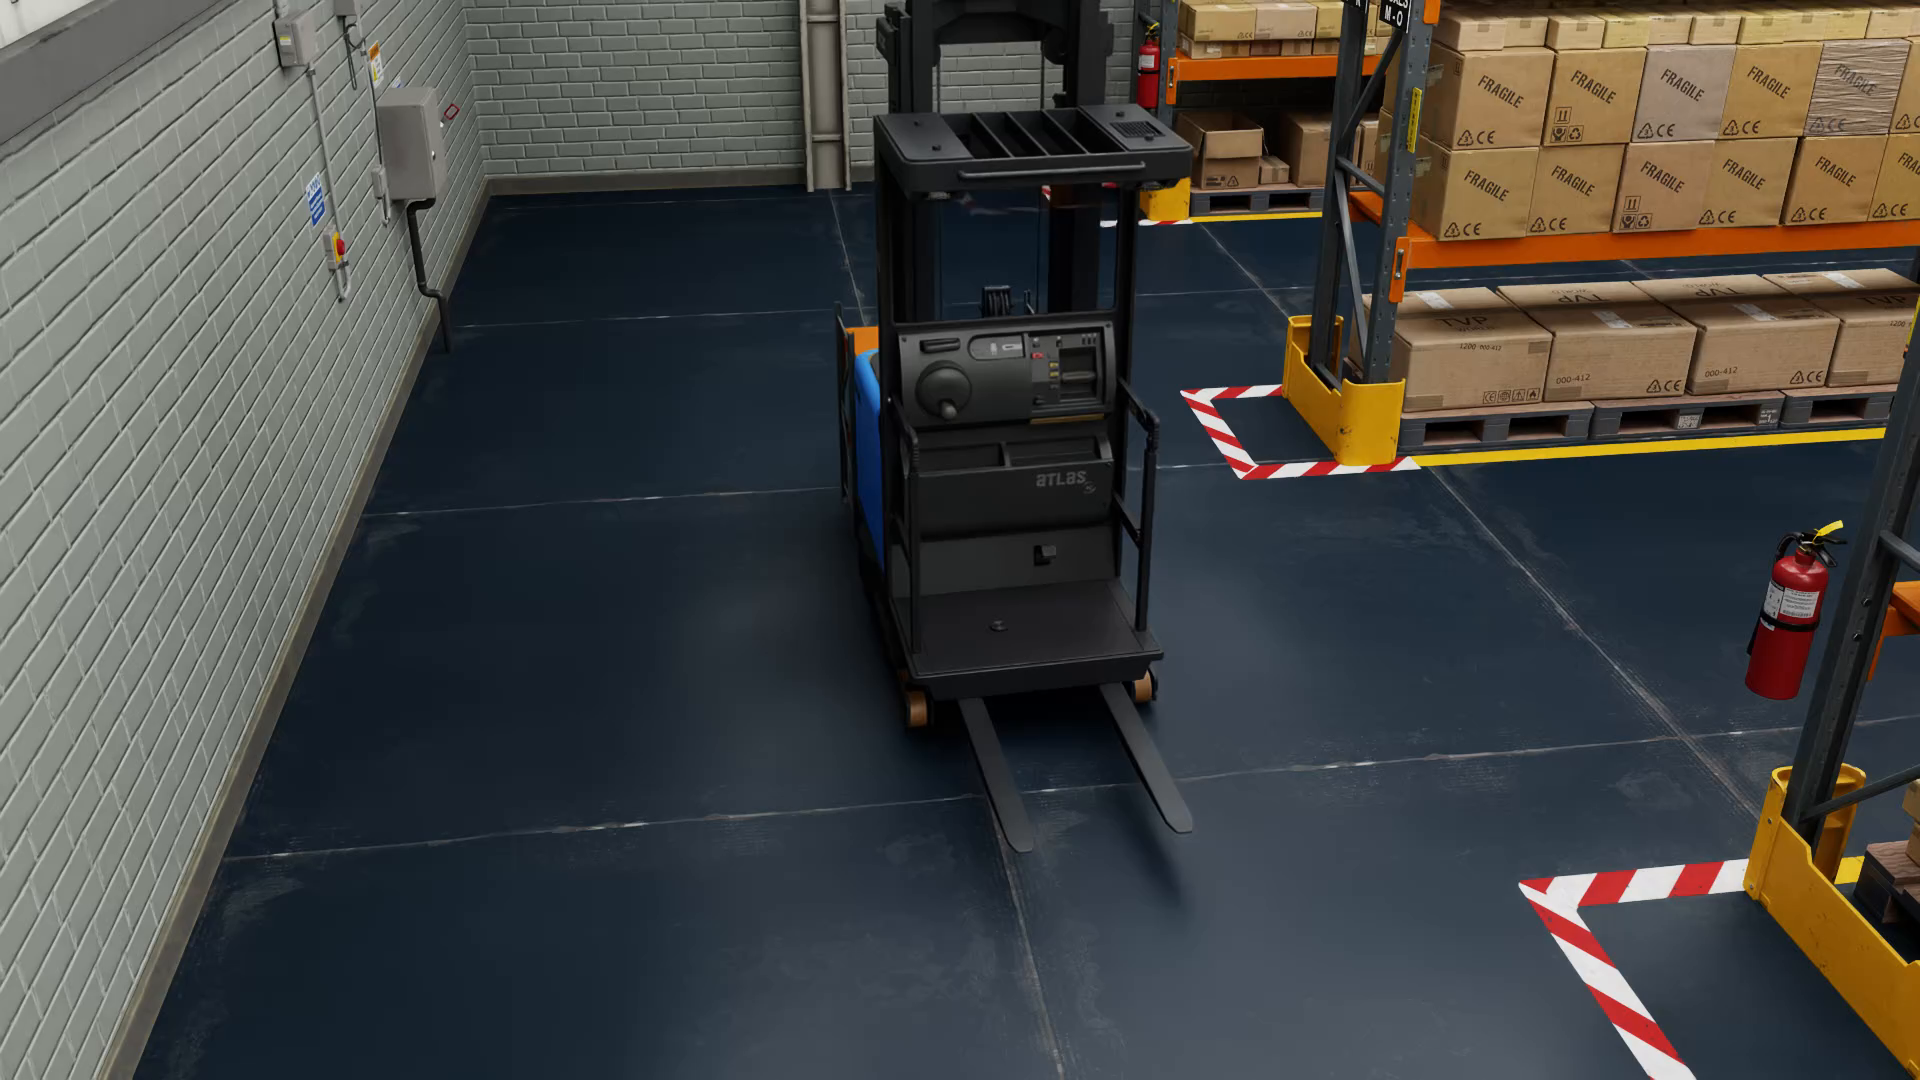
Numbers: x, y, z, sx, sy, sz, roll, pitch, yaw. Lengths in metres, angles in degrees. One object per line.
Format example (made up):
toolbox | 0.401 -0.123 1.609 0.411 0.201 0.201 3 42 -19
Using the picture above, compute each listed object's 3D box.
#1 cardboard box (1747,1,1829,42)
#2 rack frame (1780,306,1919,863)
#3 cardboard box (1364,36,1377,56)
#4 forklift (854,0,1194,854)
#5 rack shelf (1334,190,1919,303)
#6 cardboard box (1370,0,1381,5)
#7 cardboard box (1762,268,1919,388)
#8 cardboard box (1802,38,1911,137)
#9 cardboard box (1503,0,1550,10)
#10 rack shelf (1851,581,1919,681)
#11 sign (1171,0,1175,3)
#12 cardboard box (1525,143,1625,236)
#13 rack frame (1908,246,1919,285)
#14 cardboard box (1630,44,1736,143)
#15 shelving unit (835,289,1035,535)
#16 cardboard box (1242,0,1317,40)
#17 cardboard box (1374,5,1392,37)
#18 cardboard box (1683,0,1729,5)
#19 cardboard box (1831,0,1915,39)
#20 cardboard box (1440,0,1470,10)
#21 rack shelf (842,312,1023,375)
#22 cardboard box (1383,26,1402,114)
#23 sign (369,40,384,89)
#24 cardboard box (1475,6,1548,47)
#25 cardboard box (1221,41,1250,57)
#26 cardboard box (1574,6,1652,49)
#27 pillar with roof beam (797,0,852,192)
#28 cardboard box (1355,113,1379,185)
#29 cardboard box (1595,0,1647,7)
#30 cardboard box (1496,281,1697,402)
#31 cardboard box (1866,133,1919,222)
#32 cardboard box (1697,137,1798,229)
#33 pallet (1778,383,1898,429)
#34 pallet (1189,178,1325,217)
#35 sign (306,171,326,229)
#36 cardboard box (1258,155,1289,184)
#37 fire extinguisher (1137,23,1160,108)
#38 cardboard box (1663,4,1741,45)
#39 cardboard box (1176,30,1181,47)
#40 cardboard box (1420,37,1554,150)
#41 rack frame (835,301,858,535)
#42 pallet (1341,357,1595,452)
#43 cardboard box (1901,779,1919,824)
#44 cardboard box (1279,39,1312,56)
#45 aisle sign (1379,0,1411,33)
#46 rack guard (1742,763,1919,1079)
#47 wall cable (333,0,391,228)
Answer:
cardboard box | 4.491 -2.825 9.055 0.250 0.149 0.380 -4 27 -7
rack frame | 3.097 0.200 5.074 0.127 3.000 1.000 -4 27 -7
cardboard box | 3.258 -4.120 13.768 0.250 0.149 0.380 -4 27 -9
forklift | 0.247 -0.676 6.857 1.130 2.935 3.031 -5 28 -10
rack shelf | 4.288 -1.838 9.835 4.000 0.370 1.077 -4 27 -7
cardboard box | 3.584 -4.677 13.596 0.500 0.500 0.500 -3 27 -6
cardboard box | 5.631 -1.341 10.425 0.875 0.438 0.875 -4 27 -8
cardboard box | 4.833 -2.555 9.239 0.500 0.500 0.500 -3 27 -6
cardboard box | 3.126 -3.004 9.404 0.250 0.149 0.380 -4 27 -8
rack shelf | 5.077 0.393 5.487 4.000 0.370 1.077 -4 27 -7
sign | 1.688 -4.415 13.120 0.005 0.325 0.100 -4 27 -7
cardboard box | 3.319 -2.021 9.294 0.500 0.500 0.500 -4 27 -8
rack frame | 6.268 -2.286 9.919 0.127 3.000 1.000 -4 27 -7
cardboard box | 3.841 -2.495 9.121 0.500 0.500 0.500 -4 27 -8
shelving unit | -0.095 -0.685 8.854 1.048 1.125 0.538 -5 28 -10
cardboard box | 2.598 -4.280 13.644 0.500 0.250 0.500 -3 27 -7
cardboard box | 3.603 -4.356 13.792 0.500 0.250 0.500 -4 27 -8
cardboard box | 4.153 -3.037 9.467 0.250 0.149 0.380 -3 27 -5
cardboard box | 4.992 -2.865 9.132 0.250 0.149 0.380 -4 27 -8
cardboard box | 2.635 -2.923 9.245 0.250 0.149 0.380 -3 27 -6
rack shelf | -0.095 -0.946 8.720 1.000 0.278 0.538 -5 28 -10
cardboard box | 2.751 -2.659 9.442 0.500 0.500 0.500 -3 27 -5
sign | -3.619 -2.950 10.309 0.001 0.242 0.339 -4 27 -7
cardboard box | 2.947 -2.756 8.919 0.250 0.149 0.380 -3 27 -6
cardboard box | 2.221 -4.097 13.725 0.250 0.149 0.380 -3 27 -6
cardboard box | 3.478 -2.745 8.899 0.250 0.149 0.380 -5 28 -9
pillar with roof beam | -0.584 -5.234 9.093 0.400 9.000 9.100 -4 27 -7
cardboard box | 3.620 -3.371 14.312 0.500 0.500 0.500 -3 27 -6
cardboard box | 3.650 -2.986 9.369 0.250 0.149 0.380 -4 27 -8
cardboard box | 3.852 -1.227 10.203 0.875 0.438 0.875 -3 27 -6
cardboard box | 5.336 -2.150 9.545 0.500 0.500 0.500 -4 27 -8
cardboard box | 4.319 -2.085 9.418 0.500 0.500 0.500 -3 27 -5
pallet | 5.504 -1.032 10.530 1.213 0.211 1.003 -4 27 -7
pallet | 2.476 -3.090 14.542 1.213 0.211 1.003 -4 27 -7
sign | -3.327 -1.757 8.592 0.001 0.218 0.327 -4 27 -7
cardboard box | 2.657 -3.199 14.362 0.250 0.149 0.380 -5 28 -9
fire extinguisher | 1.531 -3.856 13.473 0.183 0.674 0.296 -4 27 -7
cardboard box | 3.984 -2.783 8.972 0.250 0.149 0.380 -3 27 -7
cardboard box | 1.903 -4.306 14.131 0.250 0.149 0.380 -4 27 -8
cardboard box | 2.822 -2.422 8.981 0.500 0.500 0.500 -4 27 -8
rack frame | -0.593 -0.638 8.762 0.032 1.125 0.500 -5 28 -10
pallet | 3.088 -0.877 10.228 1.213 0.211 1.003 -4 27 -7
cardboard box | 3.580 0.987 5.878 0.250 0.149 0.380 -4 27 -8
cardboard box | 2.735 -4.118 13.765 0.250 0.149 0.380 -3 27 -5
aisle sign | 2.276 -3.052 8.565 0.004 0.787 0.394 -4 27 -7
rack guard | 3.172 1.307 5.655 0.348 0.500 1.175 -4 27 -7
wall cable | -3.483 -2.755 9.720 0.122 1.984 0.588 -4 27 -7
